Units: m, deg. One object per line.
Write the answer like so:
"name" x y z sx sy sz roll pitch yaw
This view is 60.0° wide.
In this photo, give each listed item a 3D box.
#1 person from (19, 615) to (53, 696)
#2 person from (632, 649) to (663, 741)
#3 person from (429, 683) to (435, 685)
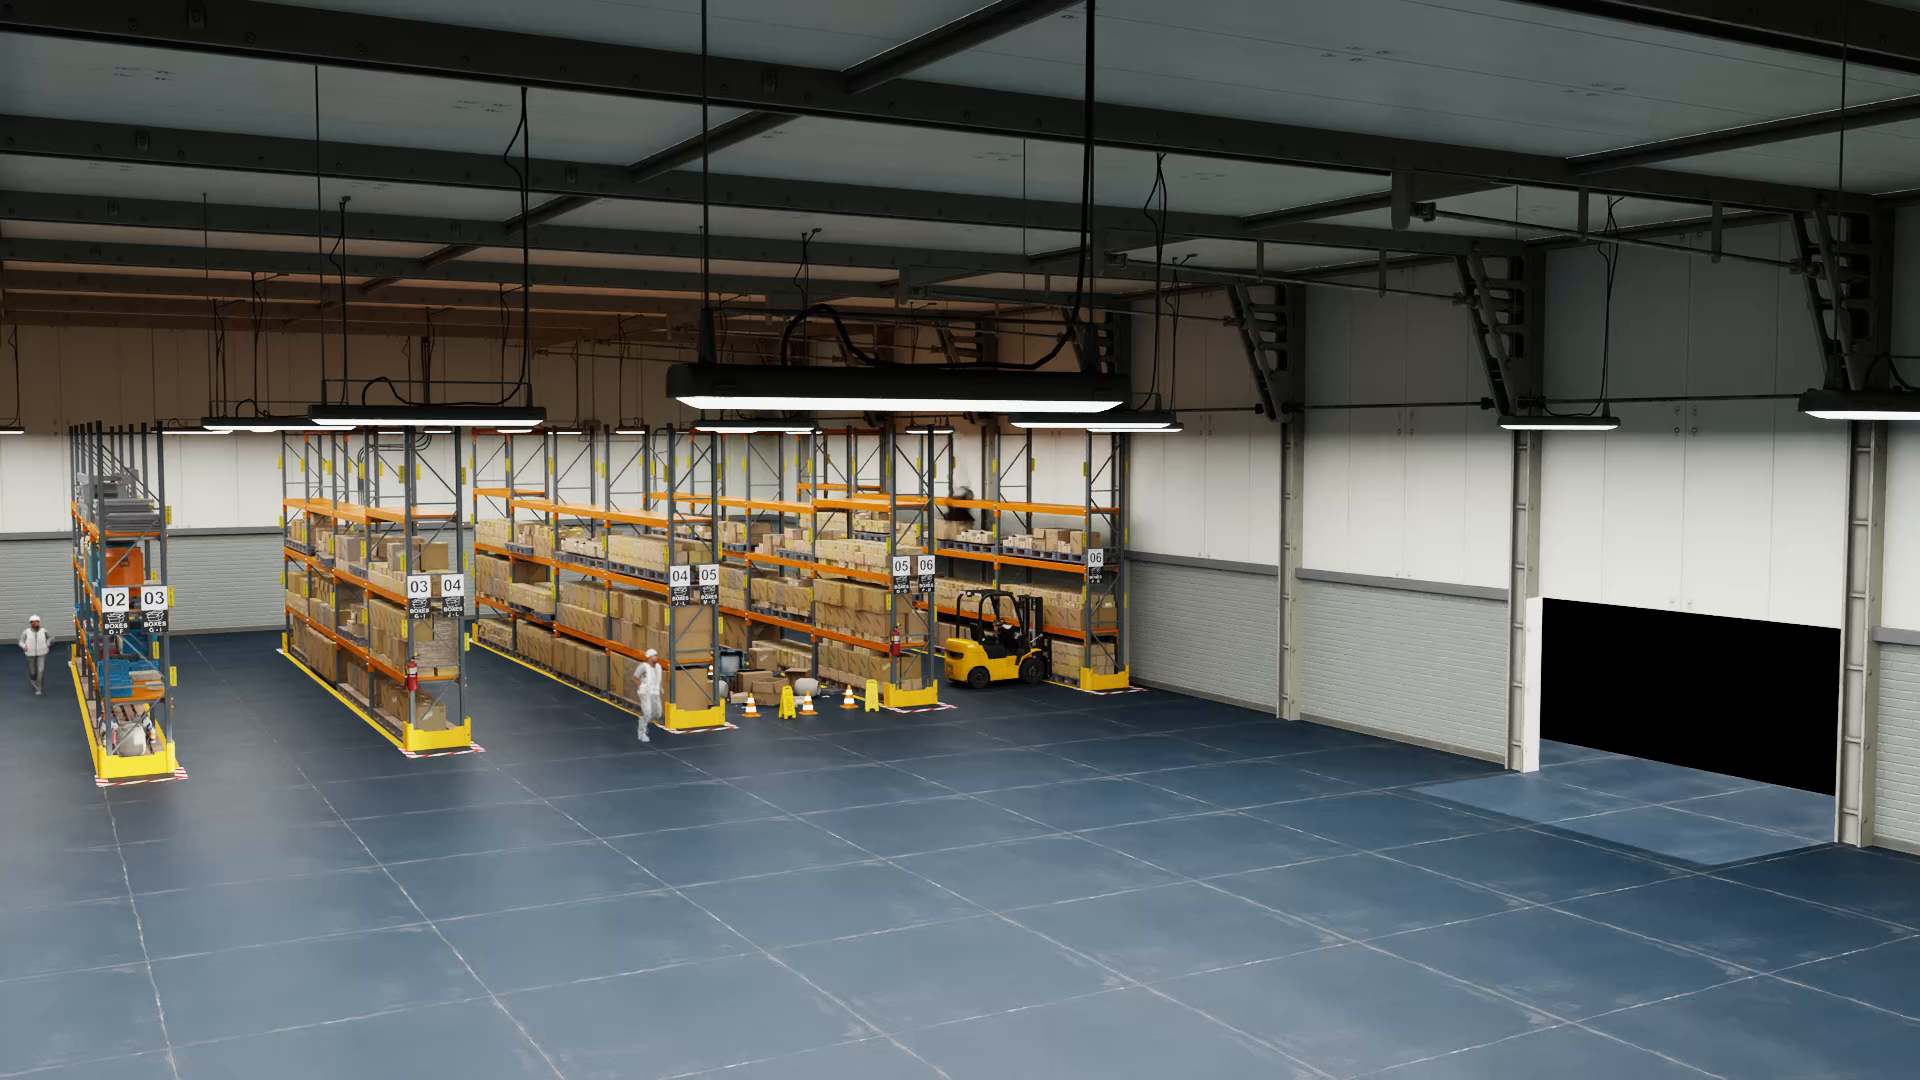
"person" -20.631 2.562 37.143 0.661 1.770 0.864 -2 4 -30
"person" -5.923 2.924 31.646 0.579 1.702 0.692 3 5 40
"person" -12.122 2.556 38.444 0.637 1.608 0.588 -2 4 -27
